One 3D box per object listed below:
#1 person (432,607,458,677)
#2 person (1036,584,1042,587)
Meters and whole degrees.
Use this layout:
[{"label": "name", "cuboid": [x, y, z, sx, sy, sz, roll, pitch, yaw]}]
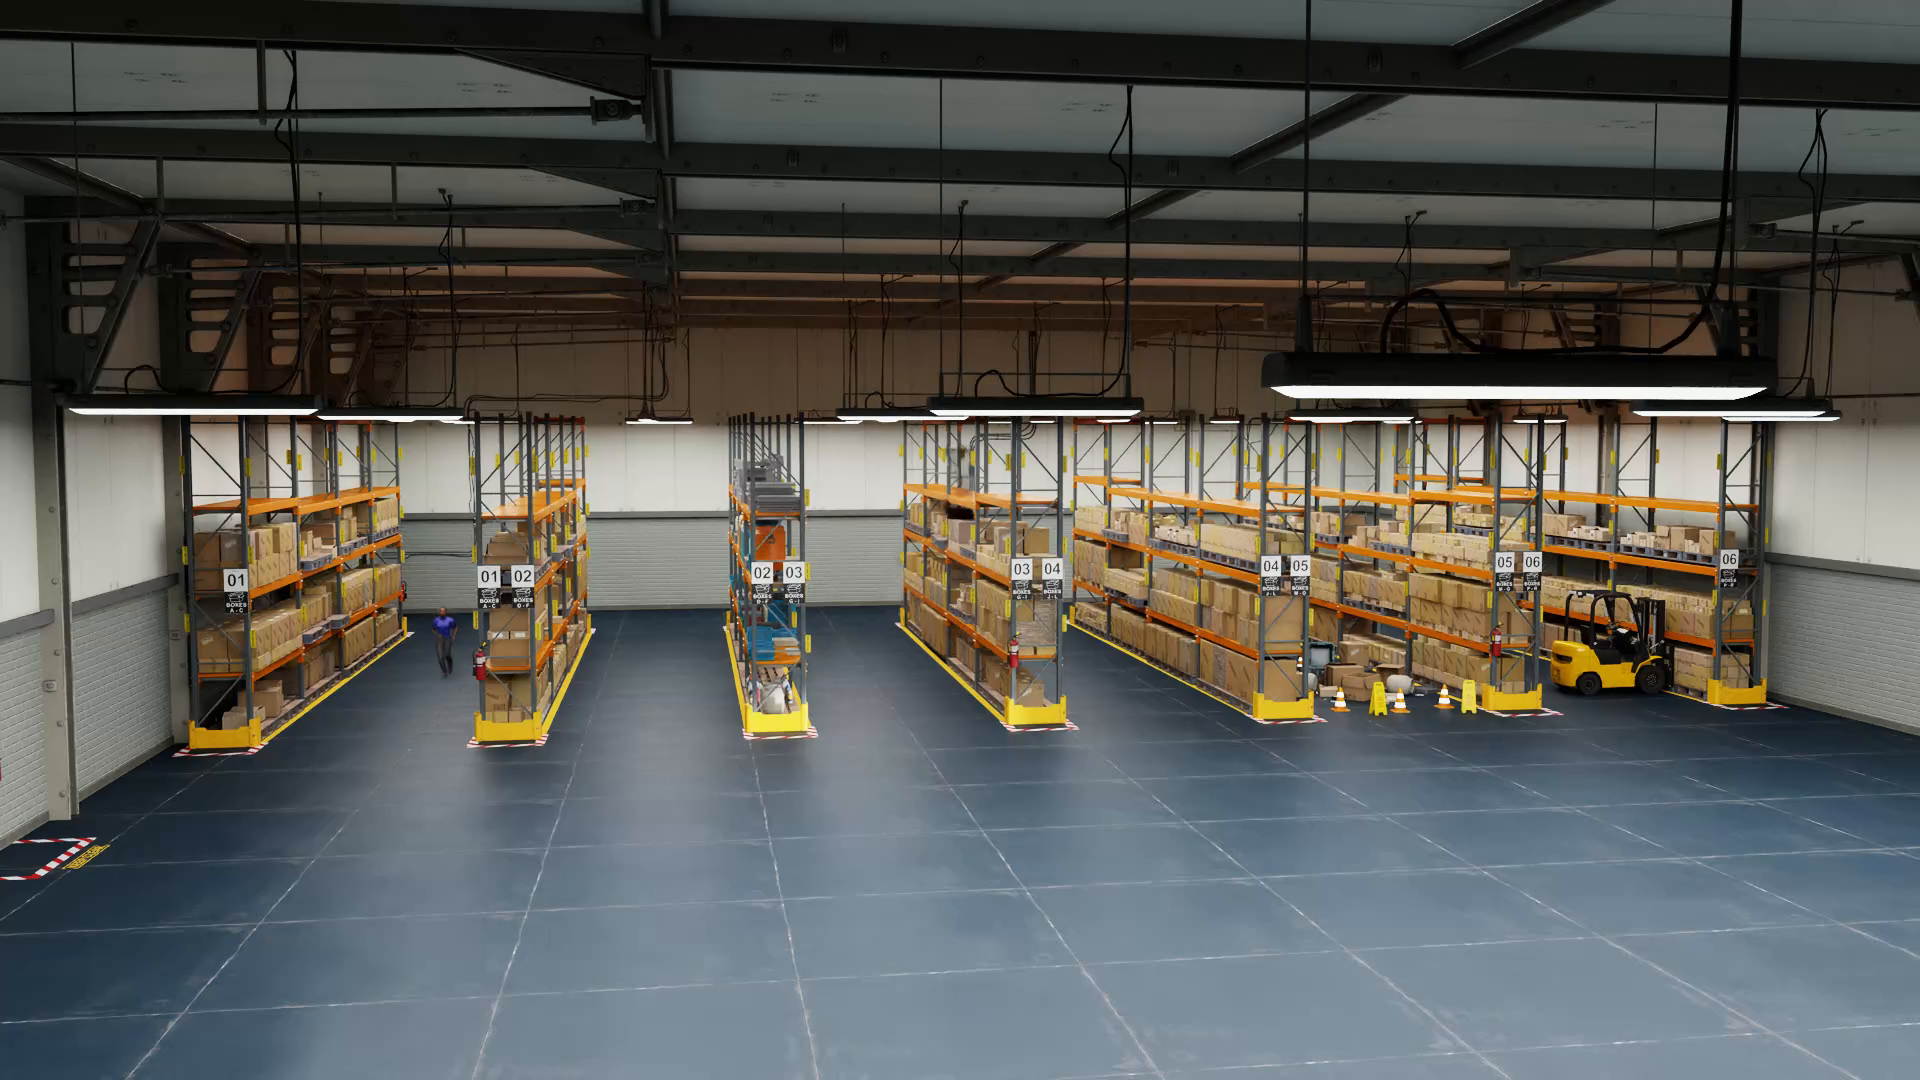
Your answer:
[{"label": "person", "cuboid": [-11.785, 2.338, 37.982, 0.561, 1.606, 0.562, -1, 4, -8]}, {"label": "person", "cuboid": [2.300, 1.652, 47.802, 0.754, 1.743, 1.066, -1, 4, -9]}]
